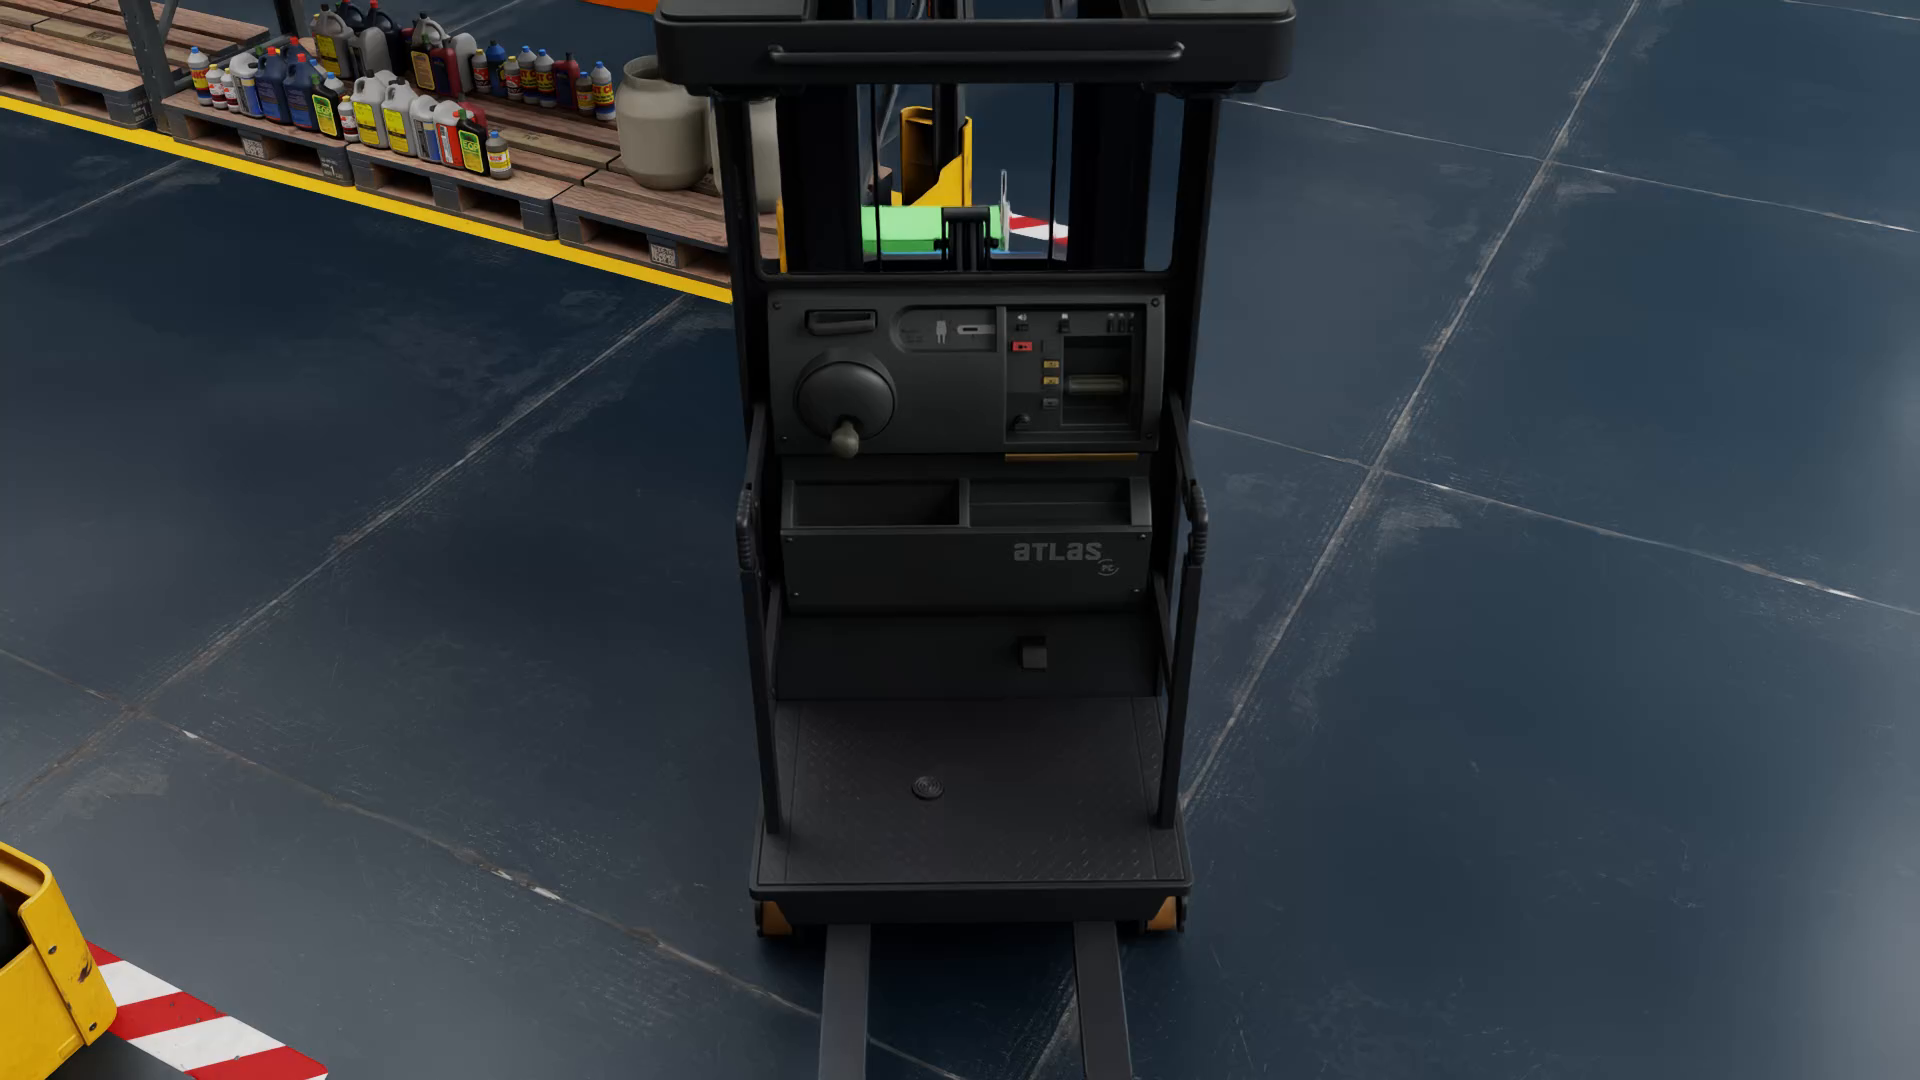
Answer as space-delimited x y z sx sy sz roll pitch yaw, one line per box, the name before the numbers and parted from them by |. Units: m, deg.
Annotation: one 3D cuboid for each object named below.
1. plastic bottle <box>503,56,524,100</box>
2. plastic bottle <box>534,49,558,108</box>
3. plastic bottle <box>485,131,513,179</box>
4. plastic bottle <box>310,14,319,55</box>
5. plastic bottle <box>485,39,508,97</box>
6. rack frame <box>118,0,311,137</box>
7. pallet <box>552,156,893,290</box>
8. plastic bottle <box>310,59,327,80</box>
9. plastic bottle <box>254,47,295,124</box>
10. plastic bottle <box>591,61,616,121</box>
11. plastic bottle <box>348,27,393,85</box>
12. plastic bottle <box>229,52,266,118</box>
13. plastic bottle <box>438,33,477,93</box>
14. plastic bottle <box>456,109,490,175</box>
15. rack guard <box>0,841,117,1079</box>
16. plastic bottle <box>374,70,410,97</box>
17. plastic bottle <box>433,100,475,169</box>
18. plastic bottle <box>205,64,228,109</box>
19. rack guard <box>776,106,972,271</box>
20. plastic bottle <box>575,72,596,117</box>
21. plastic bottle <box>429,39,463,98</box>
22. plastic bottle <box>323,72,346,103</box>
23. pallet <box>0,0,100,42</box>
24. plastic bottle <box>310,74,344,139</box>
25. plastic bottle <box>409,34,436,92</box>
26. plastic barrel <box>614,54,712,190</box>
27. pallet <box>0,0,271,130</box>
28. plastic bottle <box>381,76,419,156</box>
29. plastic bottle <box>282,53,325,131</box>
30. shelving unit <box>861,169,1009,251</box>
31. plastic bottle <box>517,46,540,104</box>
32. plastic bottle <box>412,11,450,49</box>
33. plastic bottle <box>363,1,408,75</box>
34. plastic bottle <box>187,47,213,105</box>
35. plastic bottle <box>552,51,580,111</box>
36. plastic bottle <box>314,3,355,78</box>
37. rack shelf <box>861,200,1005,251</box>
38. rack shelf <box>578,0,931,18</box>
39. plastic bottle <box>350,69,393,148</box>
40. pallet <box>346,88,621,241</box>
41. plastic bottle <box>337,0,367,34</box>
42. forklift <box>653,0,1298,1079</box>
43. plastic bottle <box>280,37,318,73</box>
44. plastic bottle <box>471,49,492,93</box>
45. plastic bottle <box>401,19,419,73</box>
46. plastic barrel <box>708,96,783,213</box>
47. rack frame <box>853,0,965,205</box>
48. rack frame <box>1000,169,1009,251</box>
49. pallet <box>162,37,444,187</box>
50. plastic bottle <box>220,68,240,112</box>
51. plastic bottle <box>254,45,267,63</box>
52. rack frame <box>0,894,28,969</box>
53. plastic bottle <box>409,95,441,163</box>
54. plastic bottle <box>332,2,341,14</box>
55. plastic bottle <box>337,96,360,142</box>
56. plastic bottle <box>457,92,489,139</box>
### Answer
plastic bottle | -2.205 -2.294 8.242 0.097 0.201 0.097 0 37 0
plastic bottle | -2.028 -2.267 8.148 0.097 0.271 0.097 0 37 0
plastic bottle | -2.090 -1.748 7.522 0.097 0.201 0.097 0 37 0
plastic bottle | -3.344 -2.651 8.712 0.097 0.201 0.097 0 37 0
plastic bottle | -2.297 -2.351 8.259 0.097 0.271 0.097 0 37 0
rack frame | -3.809 -3.524 7.911 0.127 3.000 1.000 17 41 21
pallet | -1.065 -1.526 7.585 1.213 0.211 1.003 17 41 21
plastic bottle | -3.099 -2.190 8.046 0.097 0.271 0.097 0 37 0
plastic bottle | -3.283 -2.197 7.990 0.185 0.351 0.144 18 41 23
plastic bottle | -1.724 -2.172 8.023 0.097 0.271 0.097 0 37 0
plastic bottle | -2.980 -2.450 8.386 0.135 0.276 0.152 17 41 21
plastic bottle | -3.428 -2.215 8.076 0.135 0.276 0.152 19 41 23
plastic bottle | -2.505 -2.399 8.319 0.135 0.276 0.152 18 41 22
plastic bottle | -2.202 -1.803 7.527 0.133 0.283 0.061 18 41 23
rack guard | -2.517 1.249 3.691 0.348 0.500 1.175 17 41 21
plastic bottle | -2.692 -2.083 7.902 0.135 0.276 0.152 17 41 21
plastic bottle | -2.301 -1.862 7.611 0.135 0.276 0.152 18 41 22
plastic bottle | -3.637 -2.232 8.160 0.097 0.201 0.097 0 37 0
rack guard | -0.346 -1.412 7.196 0.348 0.500 1.175 17 41 21
plastic bottle | -1.816 -2.172 8.082 0.097 0.201 0.097 0 37 0
plastic bottle | -2.553 -2.345 8.241 0.133 0.283 0.061 17 41 21
plastic bottle | -2.968 -2.092 7.918 0.097 0.271 0.097 0 37 0
pallet | -5.612 -2.949 9.461 1.213 0.211 1.003 17 41 21
plastic bottle | -2.988 -2.049 7.851 0.133 0.283 0.061 19 41 23
plastic bottle | -2.672 -2.387 8.297 0.133 0.283 0.061 17 41 21
plastic barrel | -1.322 -1.869 7.442 0.421 0.512 0.421 0 37 0
pallet | -4.524 -2.611 9.015 1.213 0.211 1.003 17 41 21
plastic bottle | -2.573 -1.974 7.697 0.185 0.351 0.144 19 41 23
plastic bottle | -3.116 -2.144 7.921 0.185 0.351 0.144 16 40 20
shelving unit | -0.102 -0.635 5.594 0.503 1.200 0.258 -1 37 -1
plastic bottle | -2.117 -2.295 8.185 0.097 0.271 0.097 0 37 0
plastic bottle | -2.647 -2.476 8.359 0.185 0.351 0.144 17 40 21
plastic bottle | -2.934 -2.566 8.477 0.185 0.351 0.144 15 40 19
plastic bottle | -3.728 -2.288 8.176 0.097 0.271 0.097 0 37 0
plastic bottle | -1.916 -2.249 8.115 0.133 0.283 0.061 18 41 22
plastic bottle | -3.171 -2.542 8.445 0.185 0.351 0.144 17 41 21
rack shelf | -0.102 -0.967 5.343 0.480 0.148 0.258 -1 37 -1
rack shelf | -2.033 -2.681 7.396 4.000 0.370 1.077 17 41 21
plastic bottle | -2.738 -2.026 7.765 0.185 0.351 0.144 17 40 21
pallet | -2.144 -1.865 8.033 1.213 0.211 1.003 17 41 21
plastic bottle | -3.105 -2.620 8.547 0.185 0.351 0.144 16 40 20
forklift | 0.021 -0.323 3.751 1.130 2.935 3.031 -1 37 -1
plastic bottle | -3.217 -2.274 8.092 0.185 0.351 0.144 17 41 21
plastic bottle | -2.387 -2.352 8.318 0.097 0.201 0.097 0 37 0
plastic bottle | -2.770 -2.516 8.467 0.133 0.283 0.061 20 42 24
plastic barrel | -0.877 -1.730 7.258 0.421 0.512 0.421 0 37 0
rack frame | -0.257 -2.412 6.446 0.127 3.000 1.000 17 41 21
rack frame | 0.142 -0.639 5.599 0.015 1.200 0.240 -1 37 -1
pallet | -3.232 -2.204 8.479 1.213 0.211 1.003 17 41 21
plastic bottle | -3.547 -2.204 8.123 0.097 0.201 0.097 0 37 0
plastic bottle | -3.380 -2.275 8.149 0.133 0.283 0.061 17 41 21
rack frame | -2.538 0.247 2.944 0.127 3.000 1.000 17 41 21
plastic bottle | -2.424 -1.901 7.662 0.135 0.276 0.152 16 40 20
plastic bottle | -3.230 -2.660 8.657 0.133 0.283 0.061 19 41 24
plastic bottle | -2.875 -1.993 7.846 0.097 0.201 0.097 0 37 0
plastic bottle | -2.252 -1.922 7.684 0.133 0.283 0.061 17 41 21
